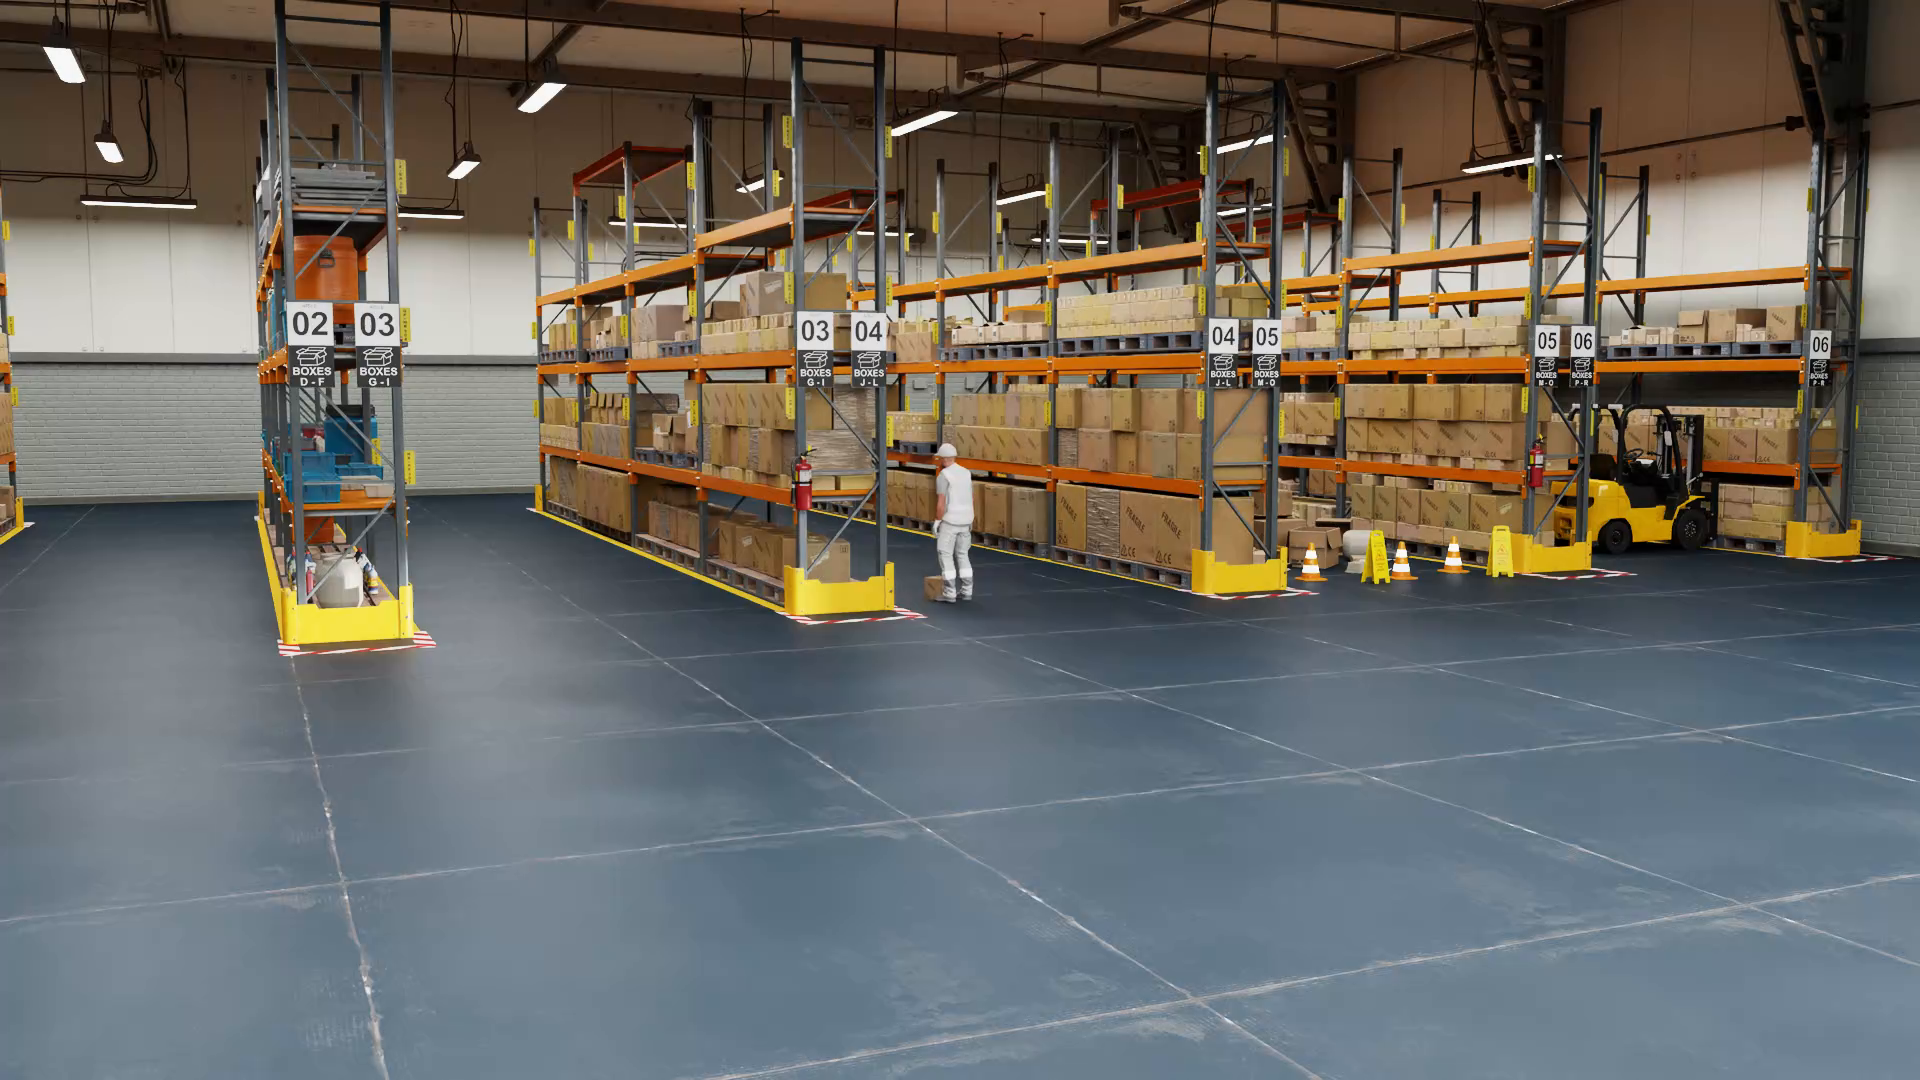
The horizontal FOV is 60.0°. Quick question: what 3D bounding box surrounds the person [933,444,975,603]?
[{"bbox_3d":[-0.082,-0.195,18.728,0.453,1.777,0.608,5,7,44],"label":"person"}]
